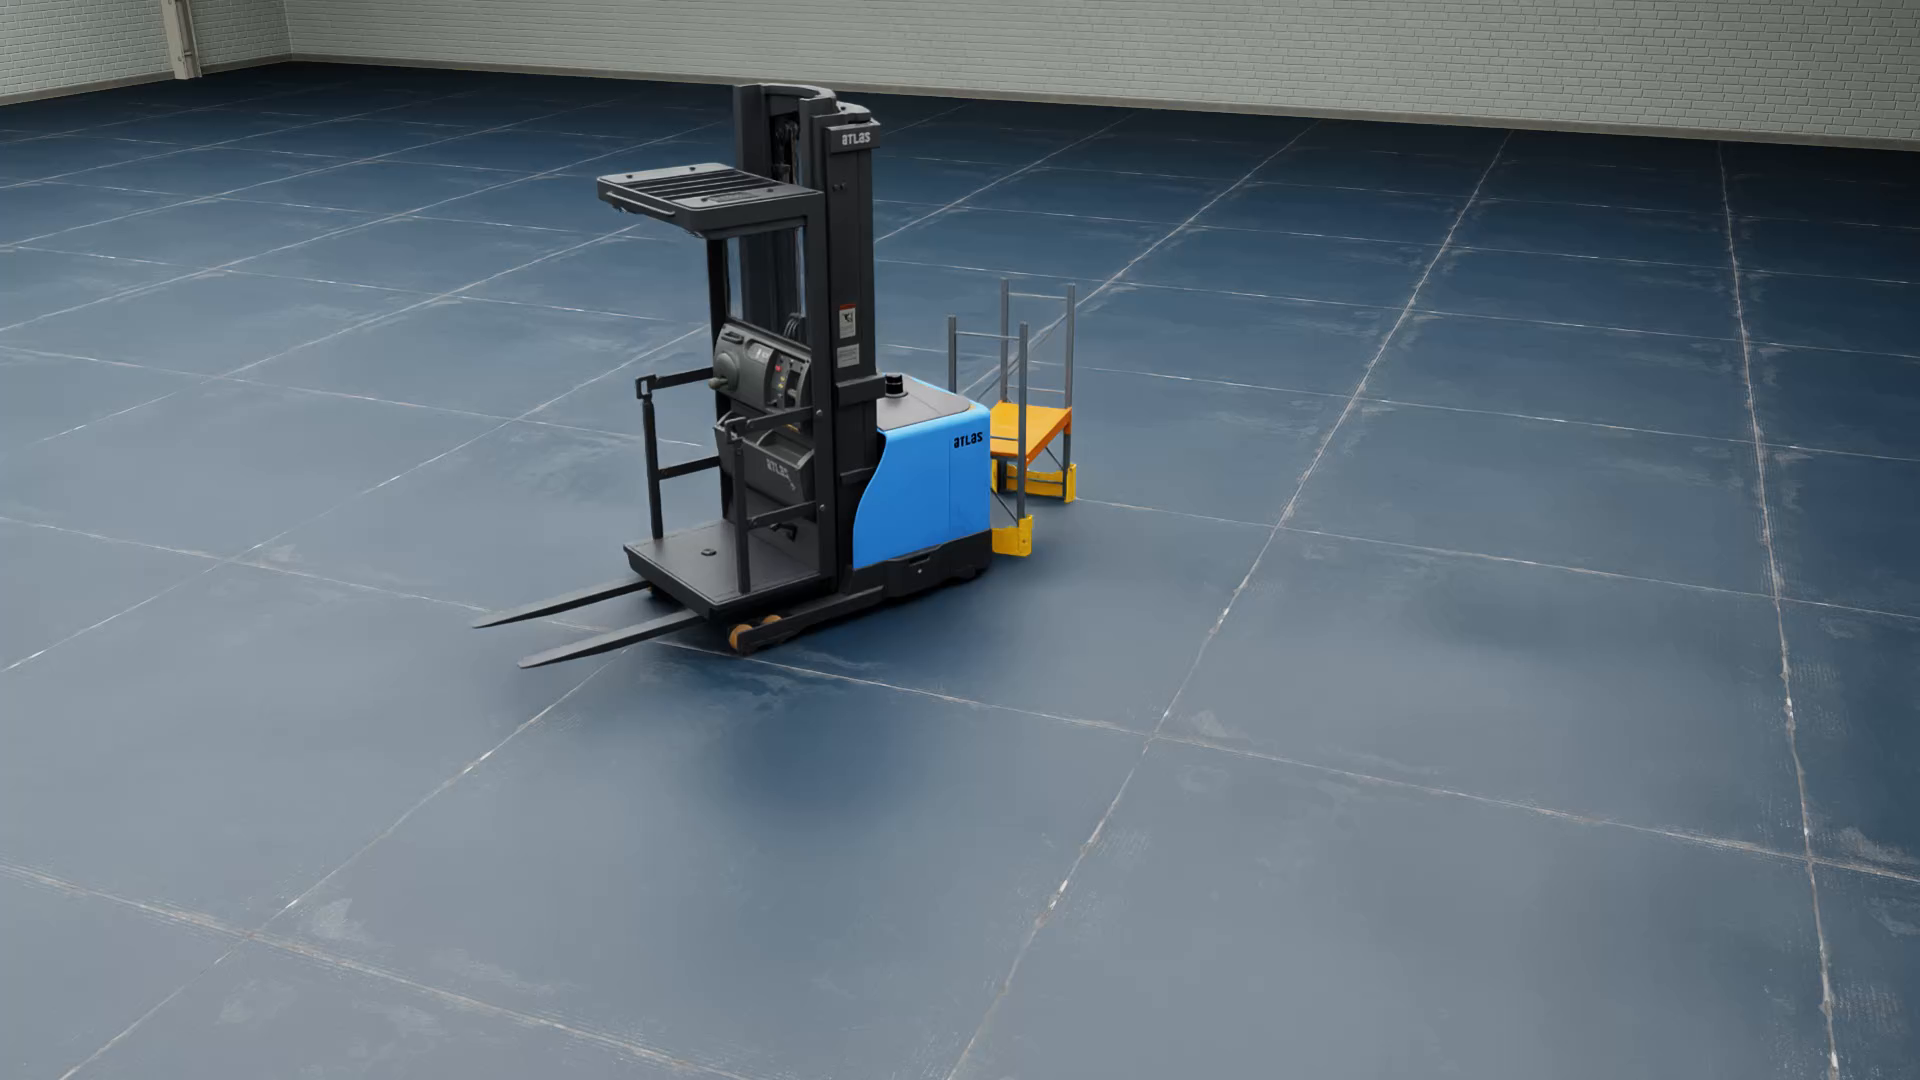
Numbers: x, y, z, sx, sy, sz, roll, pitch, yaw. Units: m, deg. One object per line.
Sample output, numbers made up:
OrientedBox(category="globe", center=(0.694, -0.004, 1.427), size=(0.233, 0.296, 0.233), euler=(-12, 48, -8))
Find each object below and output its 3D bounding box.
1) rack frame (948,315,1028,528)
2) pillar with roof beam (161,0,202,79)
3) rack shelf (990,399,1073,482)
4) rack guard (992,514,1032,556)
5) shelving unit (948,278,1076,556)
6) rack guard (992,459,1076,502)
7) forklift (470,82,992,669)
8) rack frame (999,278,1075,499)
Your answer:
OrientedBox(category="rack frame", center=(0.168, -0.641, 10.338), size=(0.500, 1.500, 0.032), euler=(8, 24, 18))
OrientedBox(category="pillar with roof beam", center=(-10.919, -12.470, 28.929), size=(9.100, 9.000, 0.400), euler=(9, 24, 20))
OrientedBox(category="rack shelf", center=(0.340, -0.659, 10.849), size=(0.538, 0.185, 1.000), euler=(8, 24, 18))
OrientedBox(category="rack guard", center=(0.168, -0.064, 10.580), size=(0.587, 0.250, 0.087), euler=(8, 24, 18))
OrientedBox(category="shelving unit", center=(0.337, -0.822, 10.771), size=(0.587, 1.500, 1.083), euler=(8, 24, 18))
OrientedBox(category="rack guard", center=(0.505, -0.426, 11.445), size=(0.587, 0.250, 0.087), euler=(8, 24, 18))
OrientedBox(category="forklift", center=(-1.277, -0.946, 9.212), size=(3.031, 2.935, 1.130), euler=(-17, 28, -35))
OrientedBox(category="rack frame", center=(0.511, -1.009, 11.221), size=(0.500, 1.500, 0.032), euler=(8, 24, 18))
